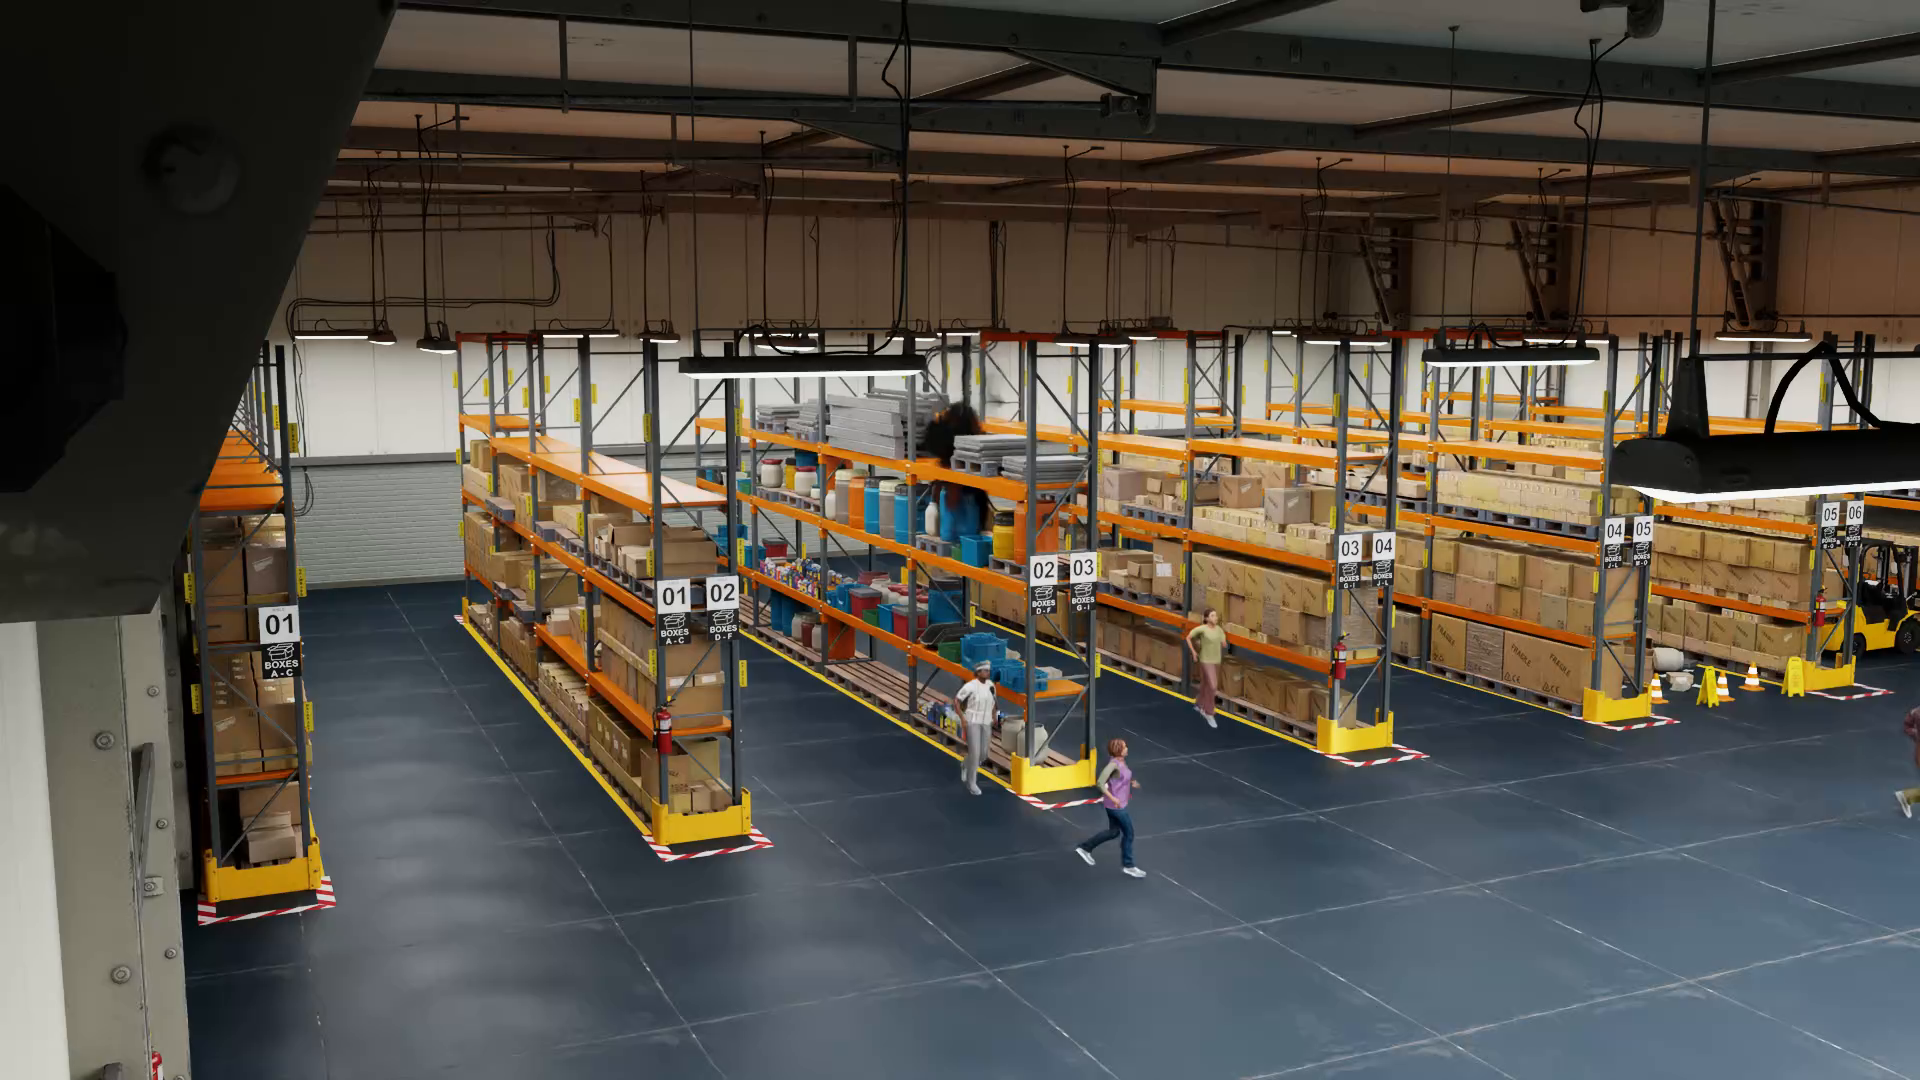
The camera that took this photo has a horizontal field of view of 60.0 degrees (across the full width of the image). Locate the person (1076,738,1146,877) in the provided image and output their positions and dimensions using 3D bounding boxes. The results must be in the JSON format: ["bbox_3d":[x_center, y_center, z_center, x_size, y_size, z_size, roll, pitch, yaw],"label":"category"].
[{"bbox_3d":[1.720,3.019,18.838,0.802,1.604,0.497,1,8,8],"label":"person"}]

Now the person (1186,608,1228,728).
[{"bbox_3d":[3.736,1.887,24.846,0.543,1.769,0.696,-5,9,-35],"label":"person"}]

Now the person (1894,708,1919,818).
[{"bbox_3d":[11.965,2.710,20.608,0.756,1.743,0.711,1,8,4],"label":"person"}]

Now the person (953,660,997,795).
[{"bbox_3d":[0.235,2.370,21.392,0.616,1.682,0.605,-5,9,-31],"label":"person"}]
